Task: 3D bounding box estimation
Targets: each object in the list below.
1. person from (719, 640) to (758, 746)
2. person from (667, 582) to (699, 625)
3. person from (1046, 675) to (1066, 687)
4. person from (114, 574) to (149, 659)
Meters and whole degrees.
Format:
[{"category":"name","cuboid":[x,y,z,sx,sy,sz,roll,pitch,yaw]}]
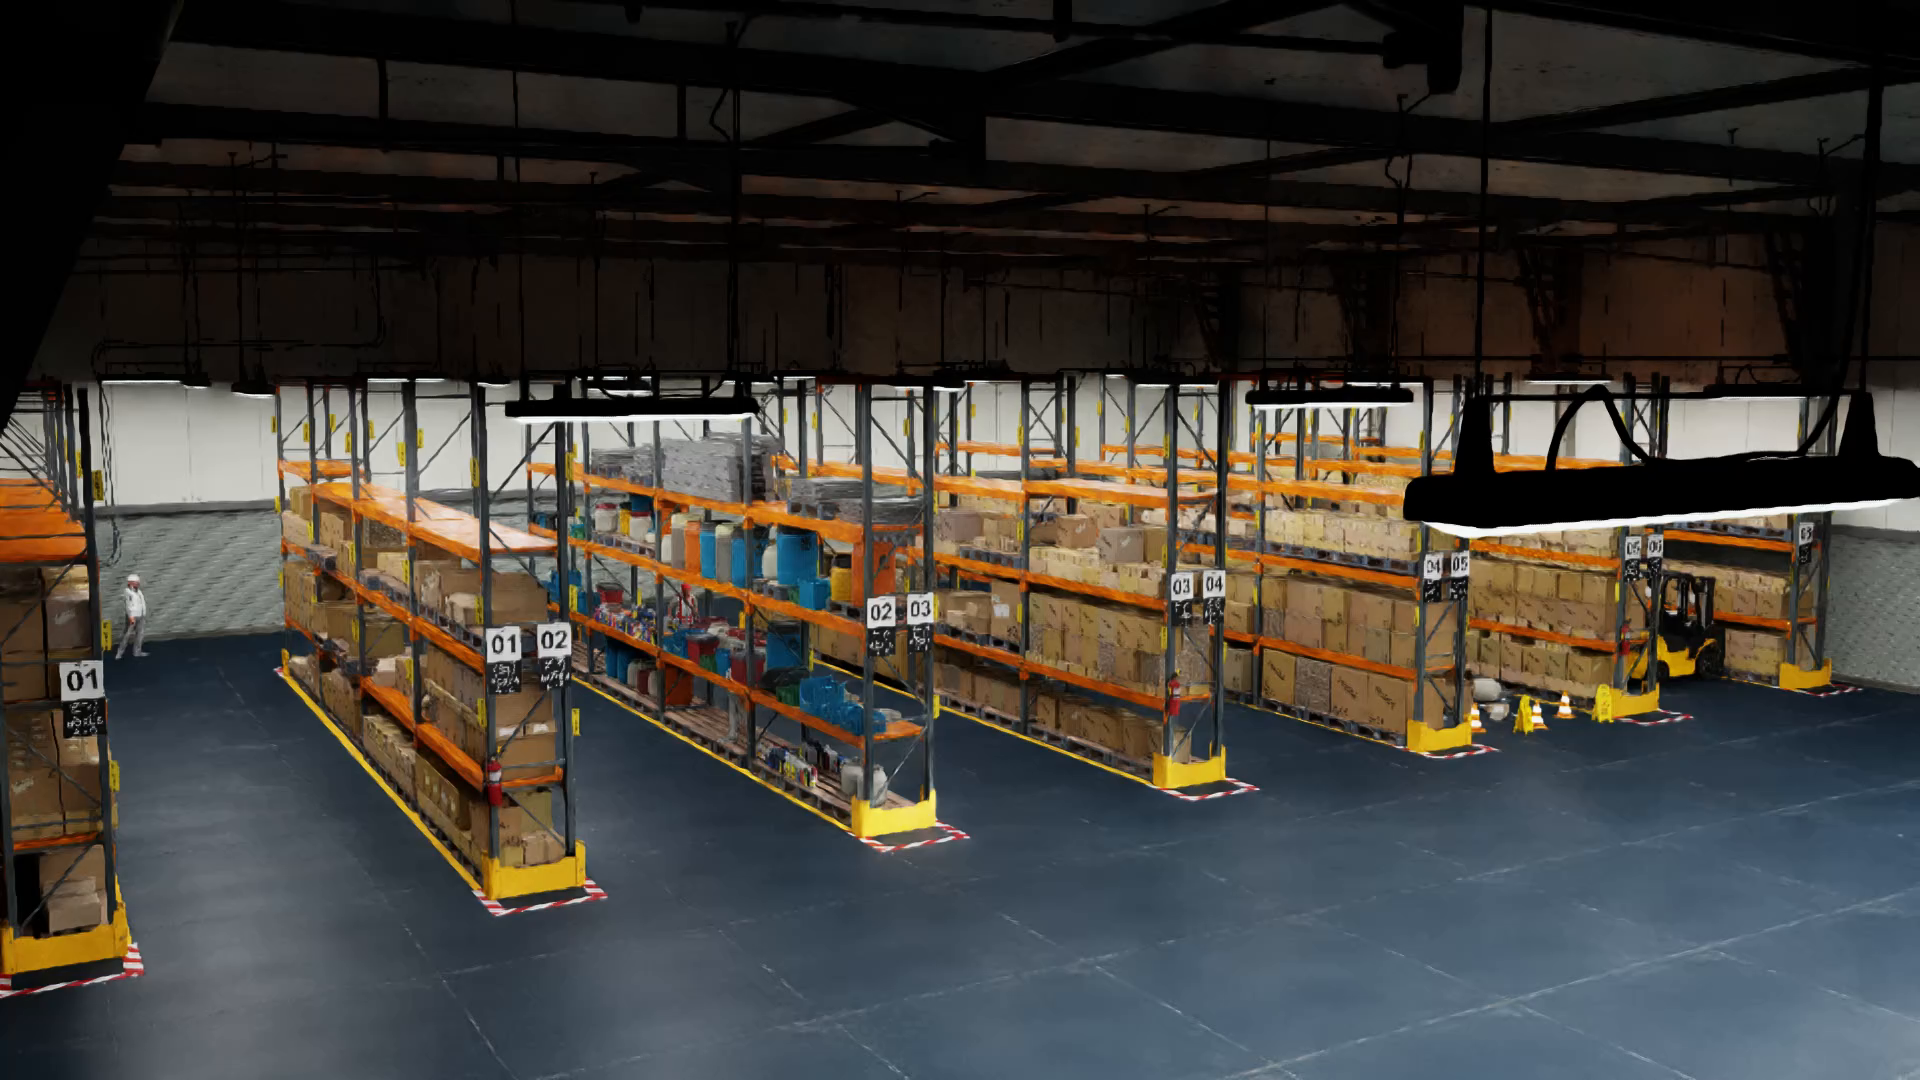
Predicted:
[{"category":"person","cuboid":[-3.520,2.406,26.332,0.561,1.651,0.682,-2,7,-21]},{"category":"person","cuboid":[-5.696,1.723,34.306,0.677,1.742,0.552,-4,7,-32]},{"category":"person","cuboid":[1.926,2.036,32.207,0.432,1.539,0.948,-4,7,-31]},{"category":"person","cuboid":[-17.571,1.612,35.169,0.480,1.769,0.703,1,6,11]}]
